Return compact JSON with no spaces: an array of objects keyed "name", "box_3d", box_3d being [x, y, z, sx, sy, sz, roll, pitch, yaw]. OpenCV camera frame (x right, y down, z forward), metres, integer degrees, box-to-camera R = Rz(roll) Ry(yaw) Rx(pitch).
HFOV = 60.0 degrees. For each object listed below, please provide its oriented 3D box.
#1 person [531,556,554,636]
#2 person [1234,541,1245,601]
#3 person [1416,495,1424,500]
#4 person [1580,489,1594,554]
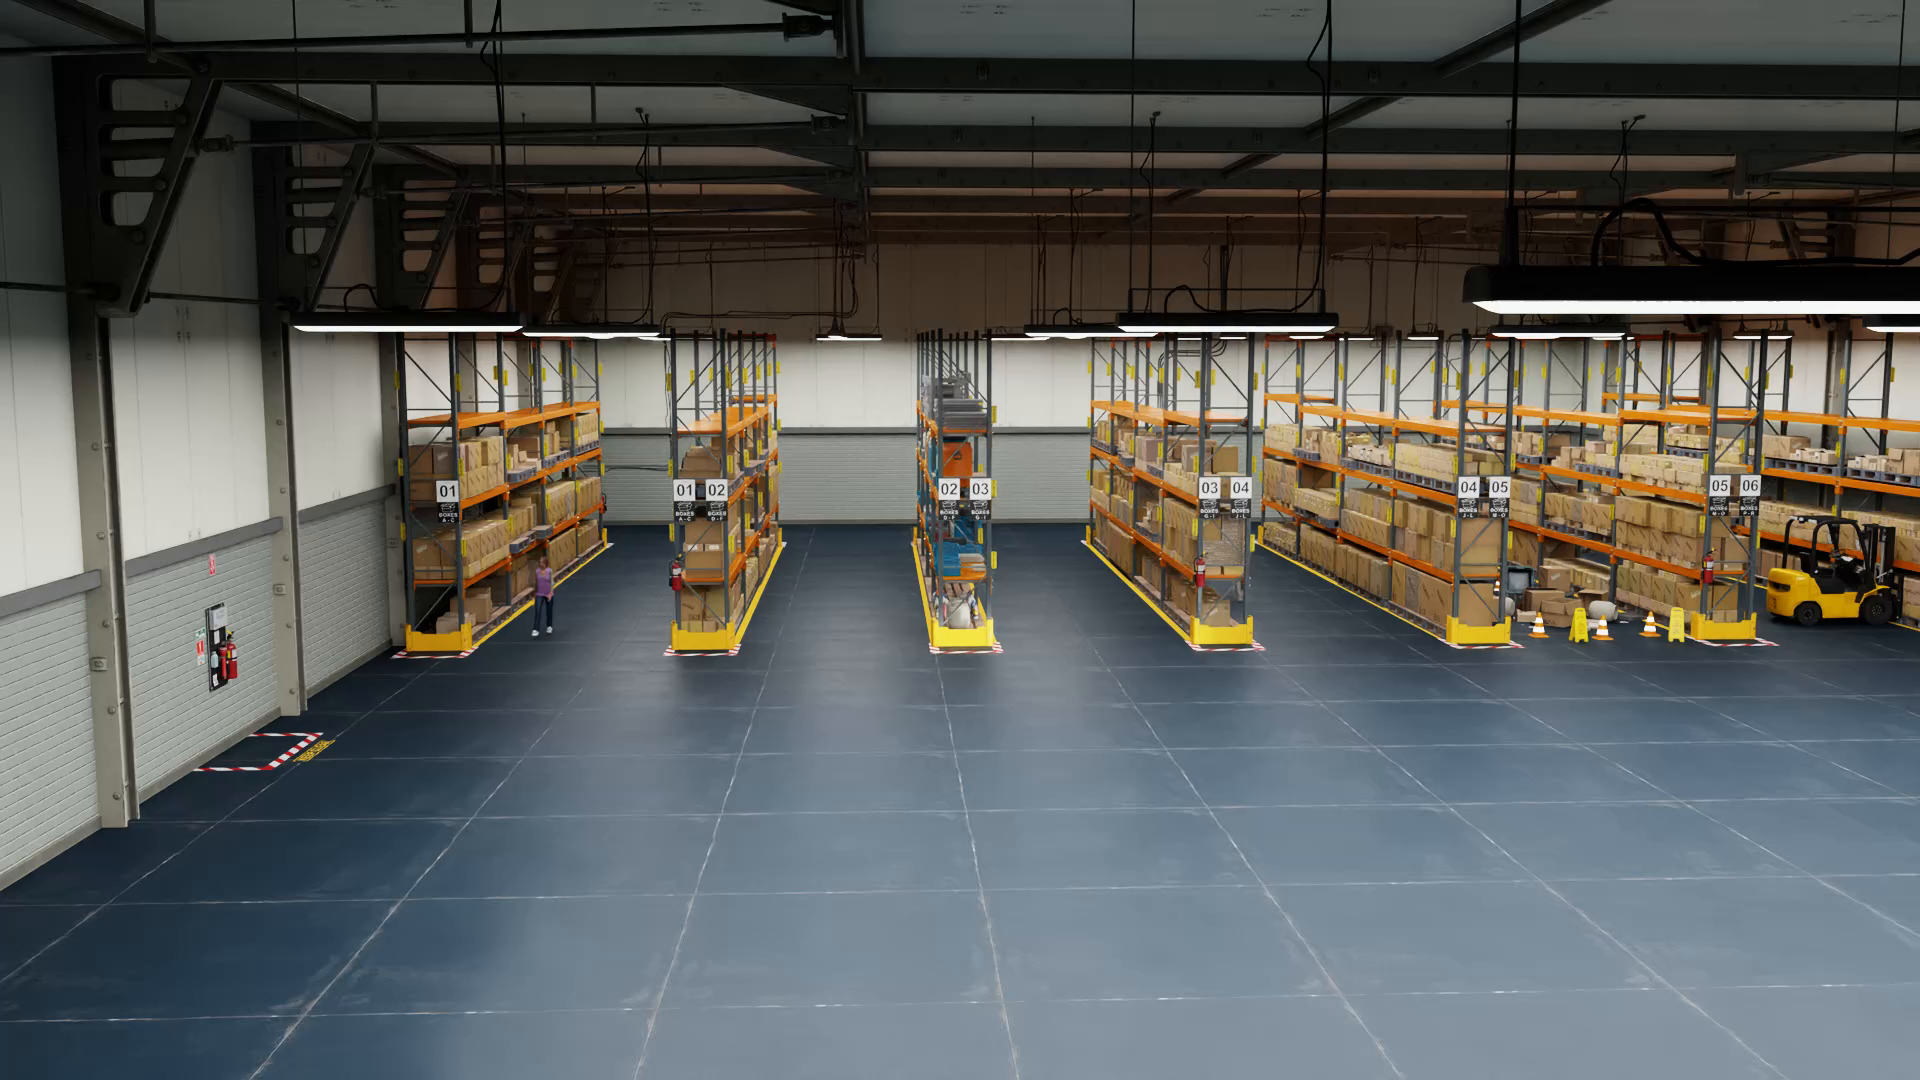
[{"name":"person","box_3d":[-8.178,1.096,32.627,0.437,1.540,0.945,-1,7,-10]},{"name":"person","box_3d":[6.261,0.556,37.277,0.434,1.540,0.960,0,7,4]},{"name":"person","box_3d":[12.568,-0.487,45.214,0.590,1.753,0.460,-6,9,-44]},{"name":"person","box_3d":[17.090,-0.517,45.354,0.592,1.760,0.546,-4,8,-33]}]
